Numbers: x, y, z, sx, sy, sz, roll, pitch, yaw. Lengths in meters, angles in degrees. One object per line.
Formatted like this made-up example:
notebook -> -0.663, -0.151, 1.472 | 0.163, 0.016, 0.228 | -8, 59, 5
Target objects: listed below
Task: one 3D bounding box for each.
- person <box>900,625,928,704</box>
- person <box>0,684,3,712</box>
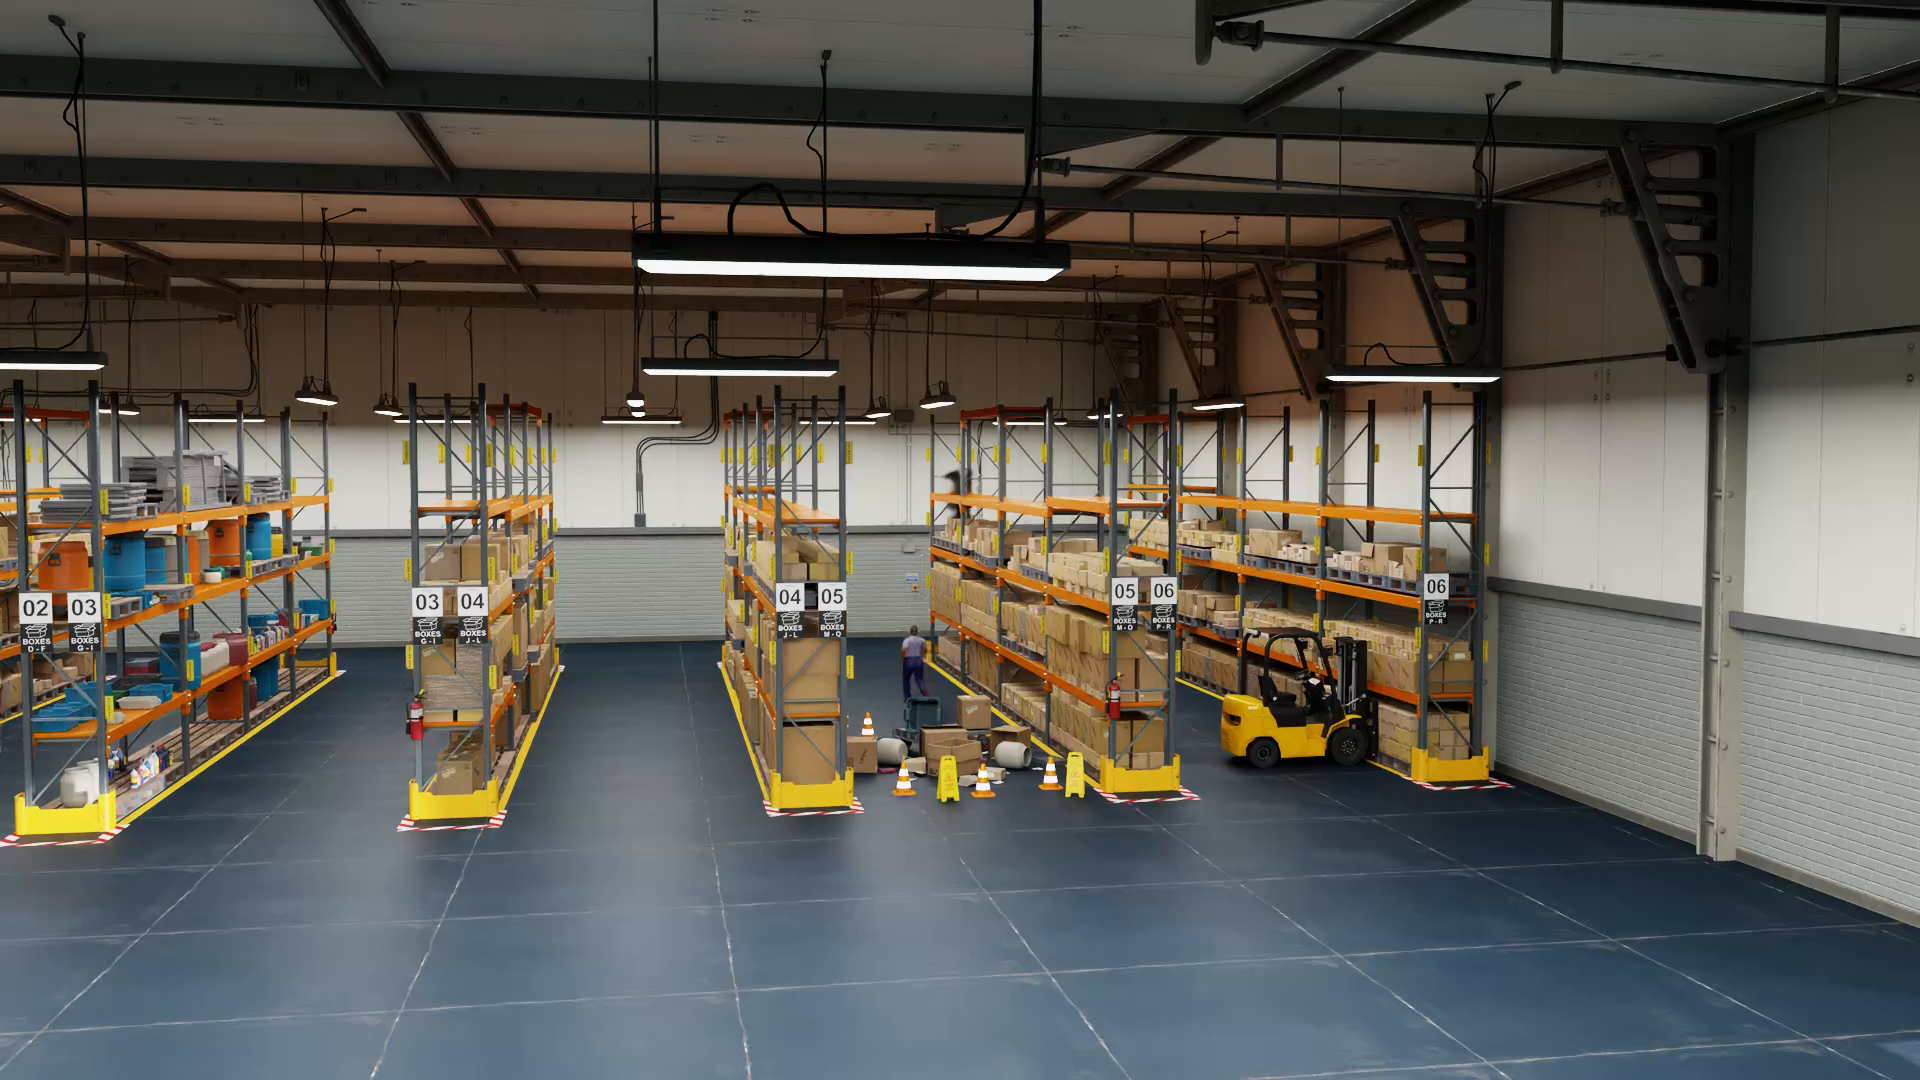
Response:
person -> -0.932, 2.503, 33.236 | 0.623, 1.612, 0.861 | -1, 3, -21
person -> -15.886, 2.885, 26.952 | 0.689, 1.545, 1.192 | -2, 4, -38
